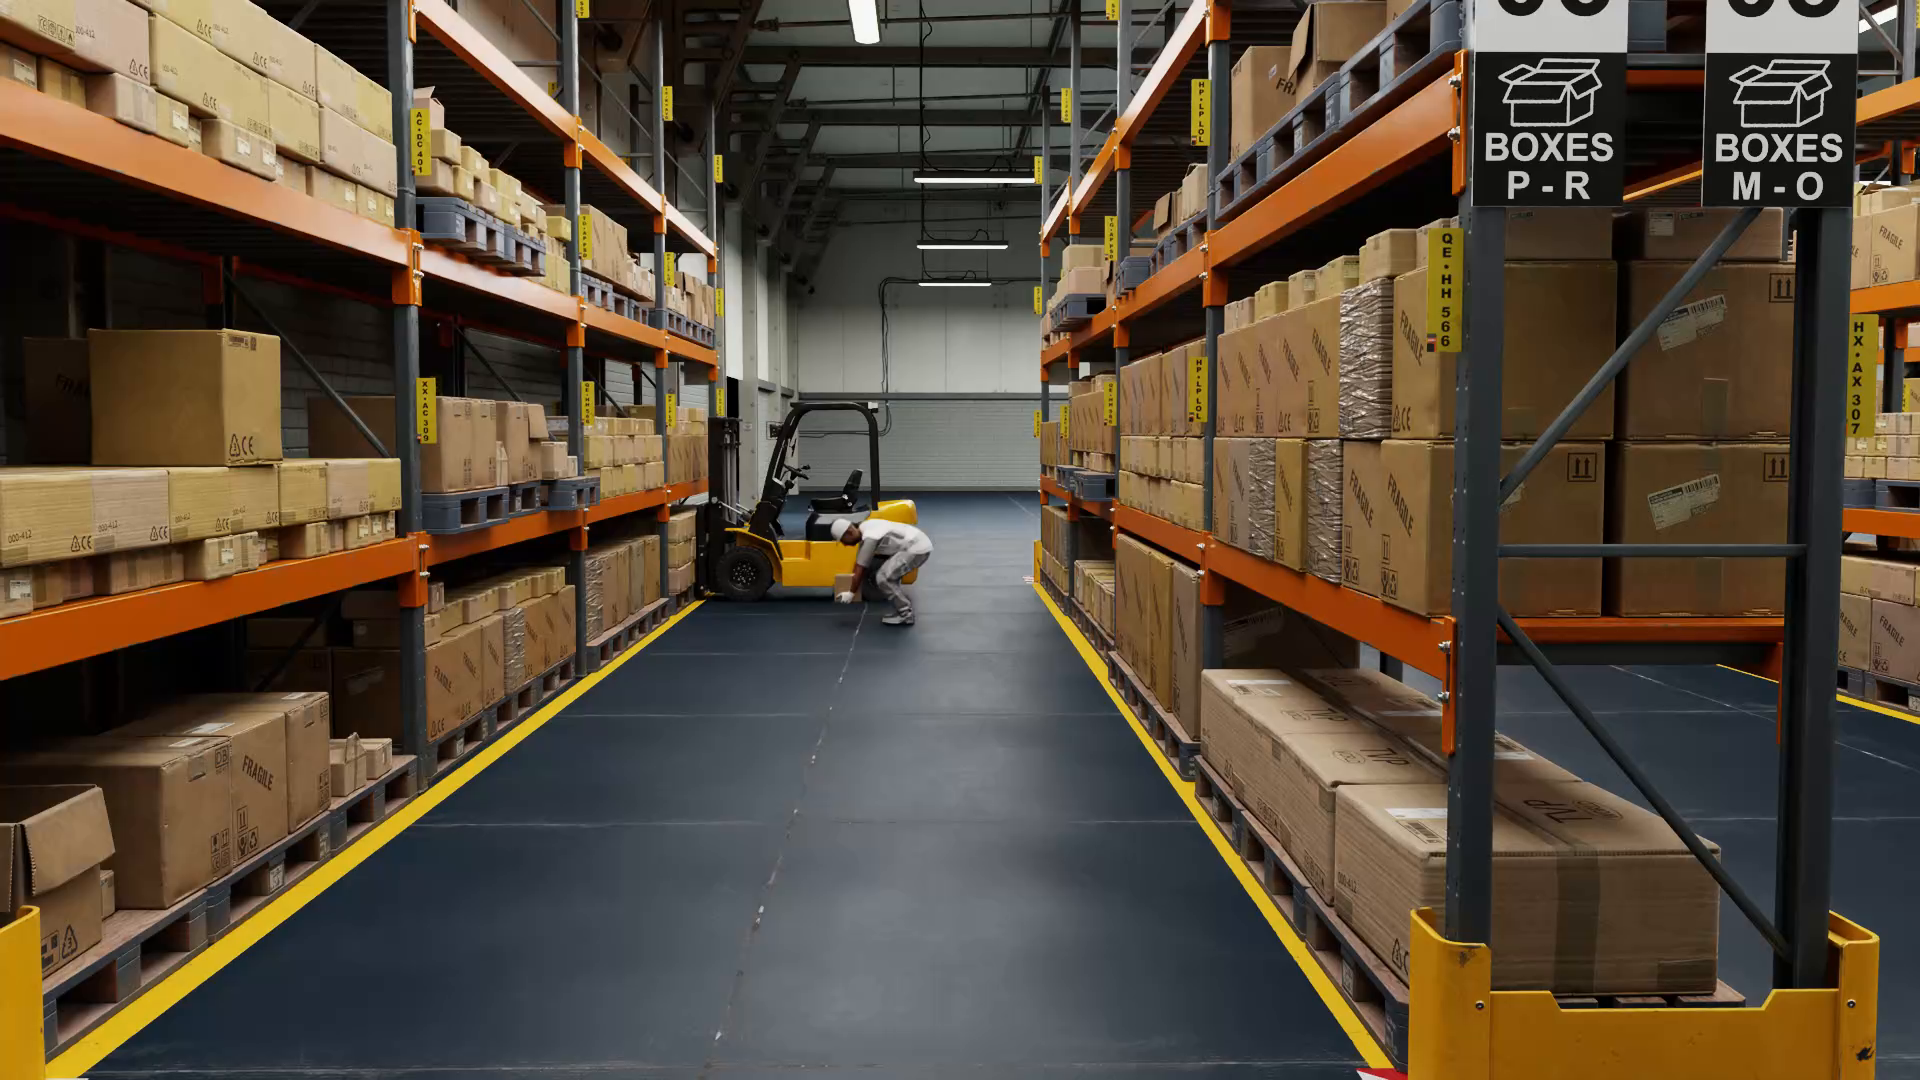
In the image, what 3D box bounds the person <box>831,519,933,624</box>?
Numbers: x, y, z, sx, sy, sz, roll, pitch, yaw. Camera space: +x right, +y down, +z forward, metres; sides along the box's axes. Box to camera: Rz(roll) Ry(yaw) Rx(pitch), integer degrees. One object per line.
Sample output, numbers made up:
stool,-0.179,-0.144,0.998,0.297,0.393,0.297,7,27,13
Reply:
person,-0.747,0.299,15.934,0.976,1.005,0.545,0,4,-4
